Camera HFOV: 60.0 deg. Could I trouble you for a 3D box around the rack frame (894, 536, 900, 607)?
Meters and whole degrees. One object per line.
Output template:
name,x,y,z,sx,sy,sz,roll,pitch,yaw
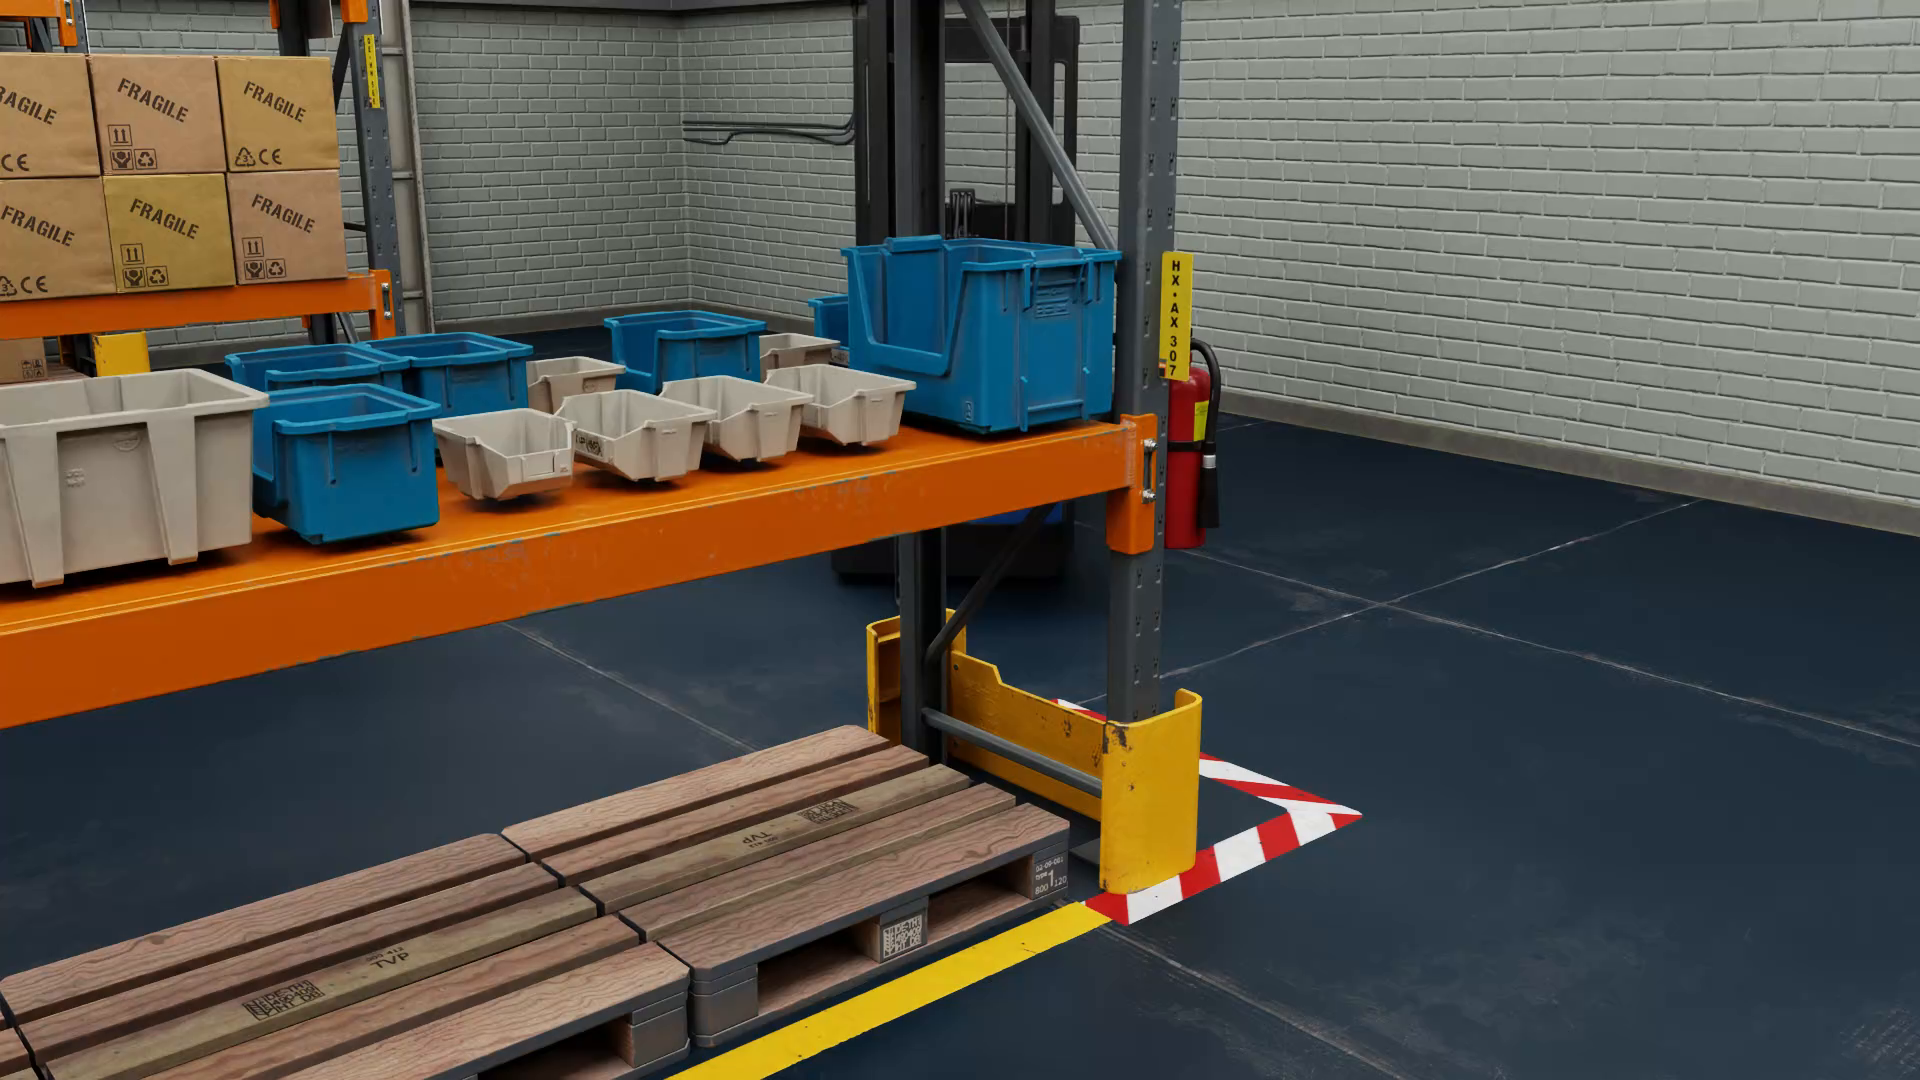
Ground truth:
rack frame,-0.234,-0.401,6.843,0.032,1.500,0.500,-2,15,-8

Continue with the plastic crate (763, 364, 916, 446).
plastic crate,-0.316,-0.328,4.060,0.243,0.136,0.396,-13,19,-39

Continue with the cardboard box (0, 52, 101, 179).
cardboard box,-3.992,-1.793,7.018,0.500,0.500,0.500,-12,19,-38

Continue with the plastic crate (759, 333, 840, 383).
plastic crate,-0.518,-0.485,4.650,0.298,0.136,0.250,-13,19,-39

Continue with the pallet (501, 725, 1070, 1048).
pallet,-0.467,0.880,4.548,1.213,0.211,1.003,-13,19,-39

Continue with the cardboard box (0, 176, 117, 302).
cardboard box,-3.996,-1.312,7.156,0.500,0.500,0.500,-12,19,-39

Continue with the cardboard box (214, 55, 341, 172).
cardboard box,-3.223,-1.967,7.671,0.500,0.500,0.500,-13,20,-40

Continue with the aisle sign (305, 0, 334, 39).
aisle sign,-3.209,-2.890,8.218,0.004,0.787,0.394,-13,19,-39

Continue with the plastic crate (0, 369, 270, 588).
plastic crate,-1.564,-0.117,2.988,0.530,0.282,0.437,-13,19,-39

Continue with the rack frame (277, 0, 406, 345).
rack frame,-3.068,-1.565,8.296,0.127,3.000,1.000,-13,19,-39

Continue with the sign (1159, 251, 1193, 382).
sign,0.554,-0.574,4.272,0.005,0.325,0.100,-13,19,-39

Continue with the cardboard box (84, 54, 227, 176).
cardboard box,-3.604,-1.881,7.350,0.500,0.500,0.500,-12,19,-38

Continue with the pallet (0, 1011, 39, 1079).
pallet,-2.308,1.293,3.001,1.213,0.211,1.003,-13,19,-39

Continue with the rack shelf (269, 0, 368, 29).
rack shelf,-4.577,-2.328,6.733,4.000,0.370,1.077,-13,19,-39

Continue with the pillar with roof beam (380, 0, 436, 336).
pillar with roof beam,-2.028,-5.215,10.335,0.400,9.000,9.100,-13,19,-39

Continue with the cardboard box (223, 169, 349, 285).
cardboard box,-3.227,-1.484,7.800,0.500,0.500,0.500,-12,19,-38

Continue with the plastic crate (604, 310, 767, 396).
plastic crate,-0.718,-0.459,4.363,0.300,0.233,0.416,-13,19,-39

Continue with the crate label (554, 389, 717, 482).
crate label,-0.738,-0.230,3.693,0.243,0.136,0.396,-13,19,-39

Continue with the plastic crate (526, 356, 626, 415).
plastic crate,-1.030,-0.371,4.220,0.298,0.136,0.250,-13,19,-39

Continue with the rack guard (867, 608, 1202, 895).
rack guard,0.190,0.601,5.030,0.348,0.500,1.175,-13,19,-39

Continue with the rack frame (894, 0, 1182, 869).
rack frame,0.181,-0.600,4.683,0.127,3.000,1.000,-13,19,-39

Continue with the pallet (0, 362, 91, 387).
pallet,-6.875,-1.031,11.699,1.213,0.211,1.003,-13,19,-39

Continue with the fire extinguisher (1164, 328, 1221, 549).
fire extinguisher,0.593,-0.319,4.506,0.183,0.674,0.296,-13,19,-39

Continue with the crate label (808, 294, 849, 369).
crate label,-0.222,-0.570,4.780,0.303,0.233,0.416,-13,19,-39

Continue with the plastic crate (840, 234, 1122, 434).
plastic crate,0.051,-0.553,4.322,0.499,0.435,0.616,-13,19,-39

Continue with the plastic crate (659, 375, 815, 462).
plastic crate,-0.544,-0.282,3.887,0.243,0.136,0.396,-13,19,-39

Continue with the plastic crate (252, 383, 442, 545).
plastic crate,-1.200,-0.150,3.208,0.300,0.233,0.416,-13,19,-39

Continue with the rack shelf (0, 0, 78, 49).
rack shelf,-7.831,-3.291,10.341,4.000,0.370,1.077,-13,19,-39

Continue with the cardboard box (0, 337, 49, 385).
cardboard box,-6.785,-1.386,11.655,0.500,0.500,0.700,-13,19,-39

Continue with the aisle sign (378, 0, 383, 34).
aisle sign,-2.816,-2.773,7.780,0.004,0.787,0.394,-13,19,-39

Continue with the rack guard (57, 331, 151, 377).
rack guard,-6.305,-1.325,12.242,0.348,0.500,1.175,-13,19,-39

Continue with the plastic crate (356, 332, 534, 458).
plastic crate,-1.215,-0.347,3.945,0.300,0.233,0.416,-13,19,-39

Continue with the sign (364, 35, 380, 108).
sign,-2.719,-2.165,7.688,0.005,0.325,0.100,-13,19,-39

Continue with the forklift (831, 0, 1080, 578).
forklift,0.046,-1.577,8.476,1.130,2.935,3.031,1,15,4

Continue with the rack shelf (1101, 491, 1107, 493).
rack shelf,0.269,-0.246,6.958,1.000,0.185,0.538,-2,15,-8

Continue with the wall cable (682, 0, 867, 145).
wall cable,-1.821,-4.815,14.857,0.112,2.526,3.097,-13,19,-39

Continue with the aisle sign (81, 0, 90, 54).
aisle sign,-6.071,-3.738,11.395,0.004,0.787,0.394,-13,19,-39

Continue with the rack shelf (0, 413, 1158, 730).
rack shelf,-1.328,0.087,3.508,4.000,0.370,1.077,-13,19,-39

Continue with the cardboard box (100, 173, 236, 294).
cardboard box,-3.616,-1.396,7.469,0.500,0.500,0.500,-12,19,-39

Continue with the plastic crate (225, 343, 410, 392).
plastic crate,-1.441,-0.296,3.755,0.300,0.233,0.416,-13,19,-39

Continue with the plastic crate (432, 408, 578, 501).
plastic crate,-0.949,-0.176,3.491,0.250,0.136,0.298,-13,19,-39

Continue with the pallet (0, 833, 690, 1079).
pallet,-1.387,1.085,3.779,1.213,0.211,1.003,-13,19,-39

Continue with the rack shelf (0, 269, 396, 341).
rack shelf,-4.577,-0.878,7.120,4.000,0.370,1.077,-13,19,-39

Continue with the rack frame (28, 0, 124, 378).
rack frame,-6.323,-2.529,11.904,0.127,3.000,1.000,-13,19,-39

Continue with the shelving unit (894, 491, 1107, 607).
shelving unit,0.269,-0.419,6.911,1.048,1.500,0.538,-2,15,-8
